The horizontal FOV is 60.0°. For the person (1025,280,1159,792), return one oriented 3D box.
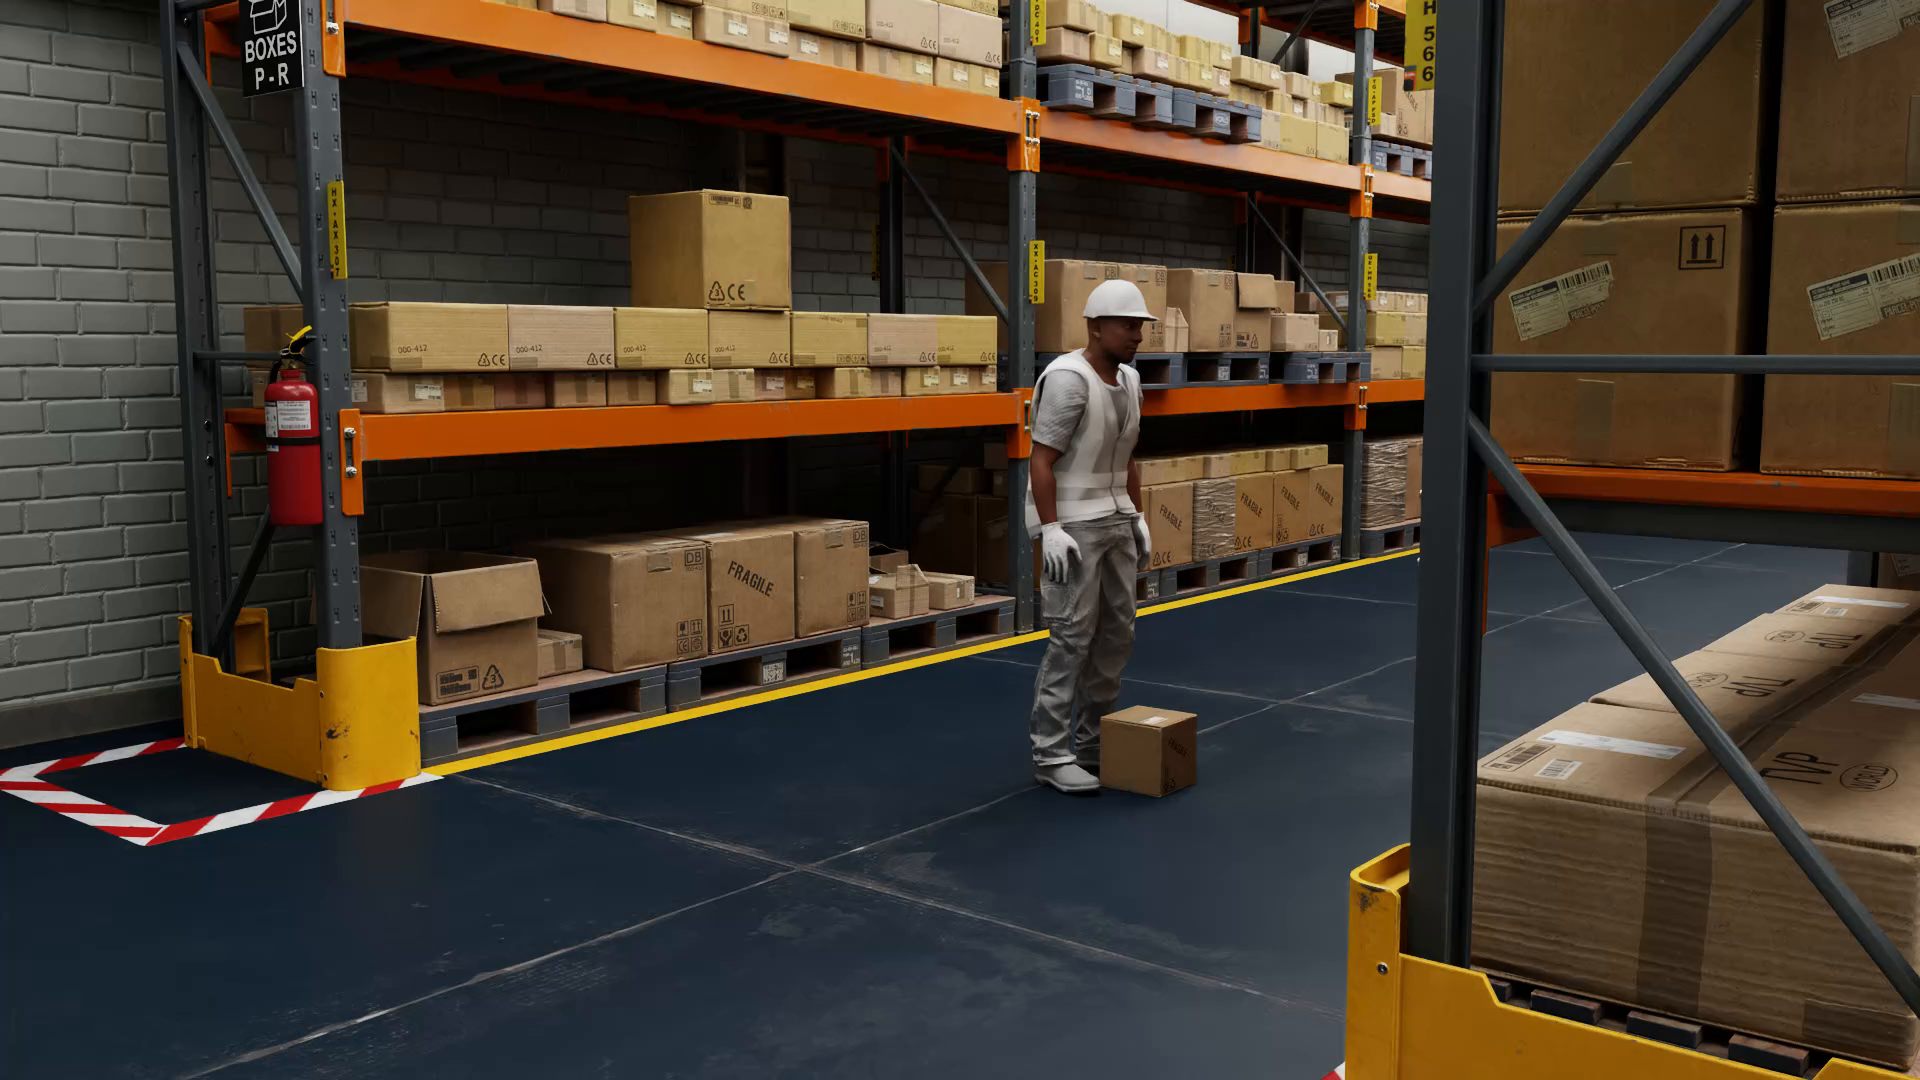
[{"bbox_3d":[0.477,-0.028,5.915,0.452,1.774,0.618,5,8,38],"label":"person"}]
